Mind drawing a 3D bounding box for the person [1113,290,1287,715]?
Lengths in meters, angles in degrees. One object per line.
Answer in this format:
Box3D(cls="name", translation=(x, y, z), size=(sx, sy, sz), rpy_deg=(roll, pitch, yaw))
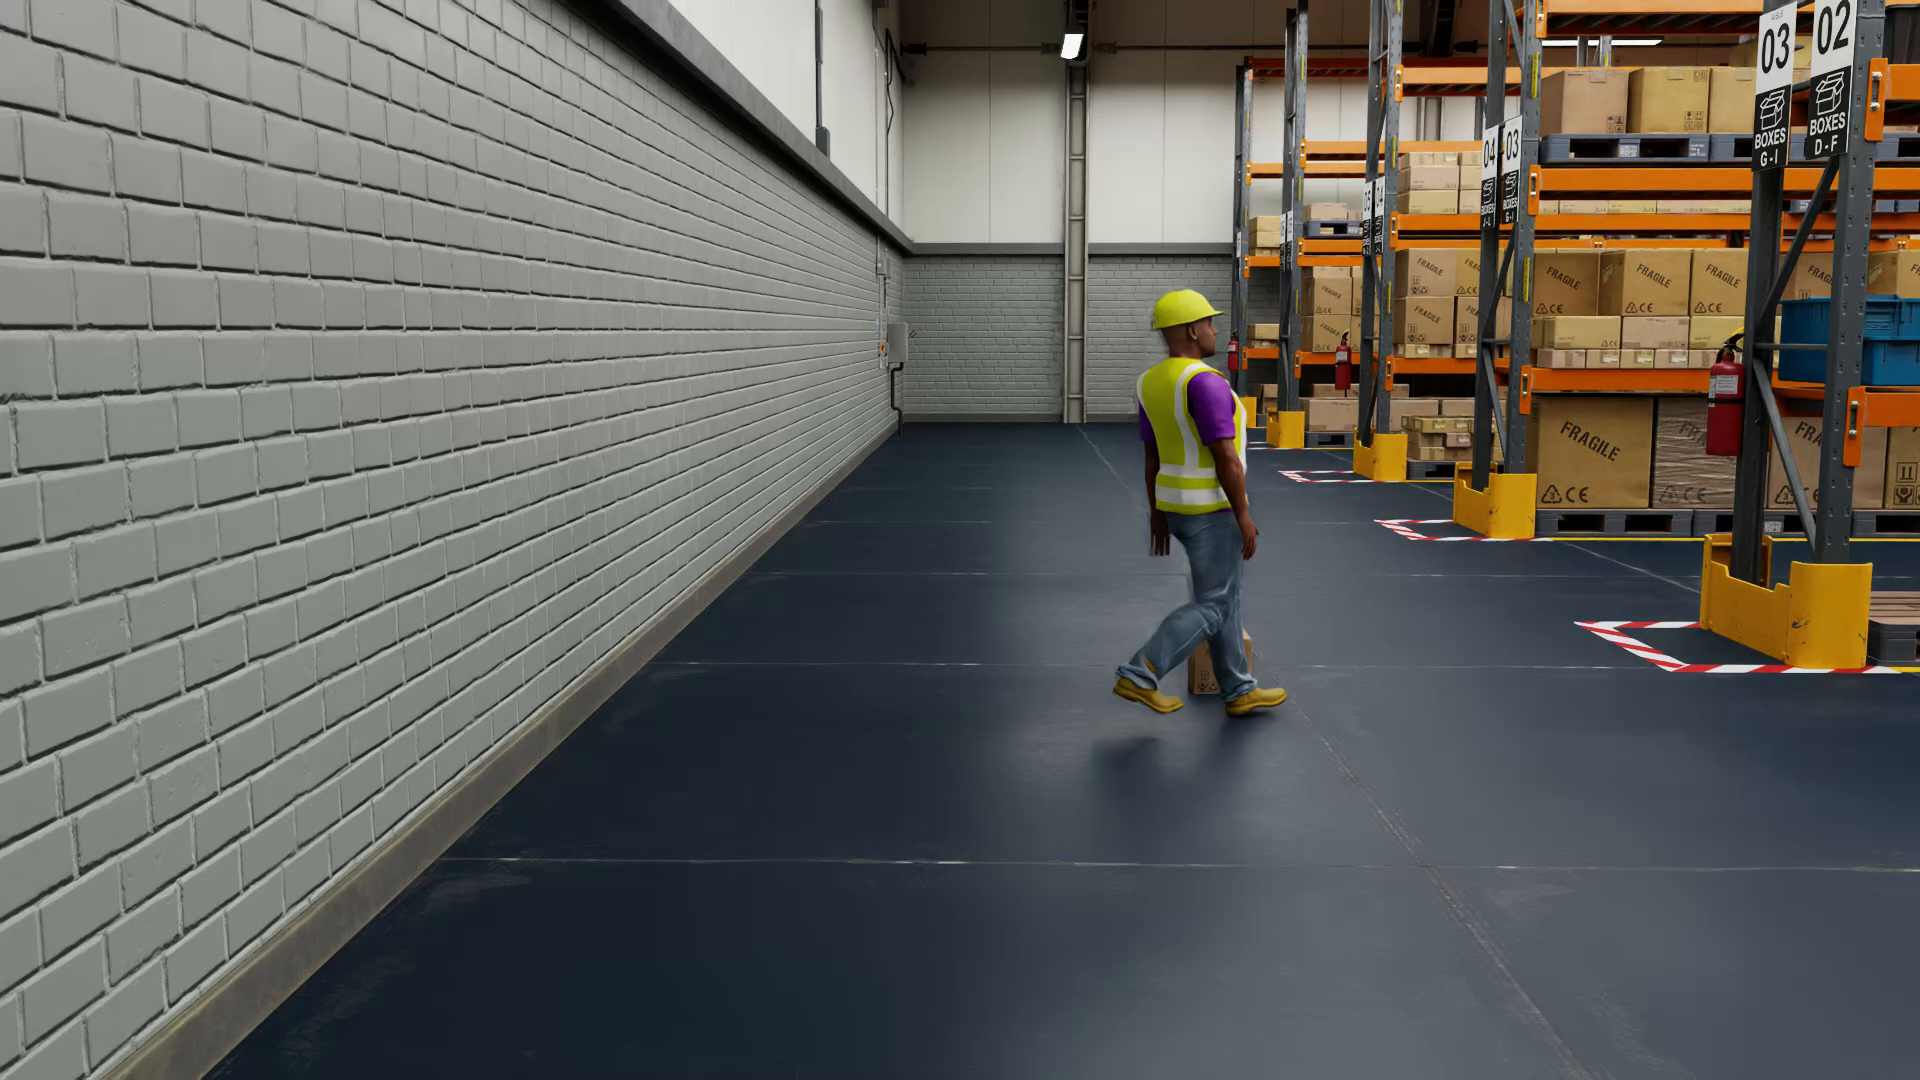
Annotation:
Box3D(cls="person", translation=(0.995, -0.125, 6.670), size=(0.897, 1.742, 0.581), rpy_deg=(-3, 8, -19))
